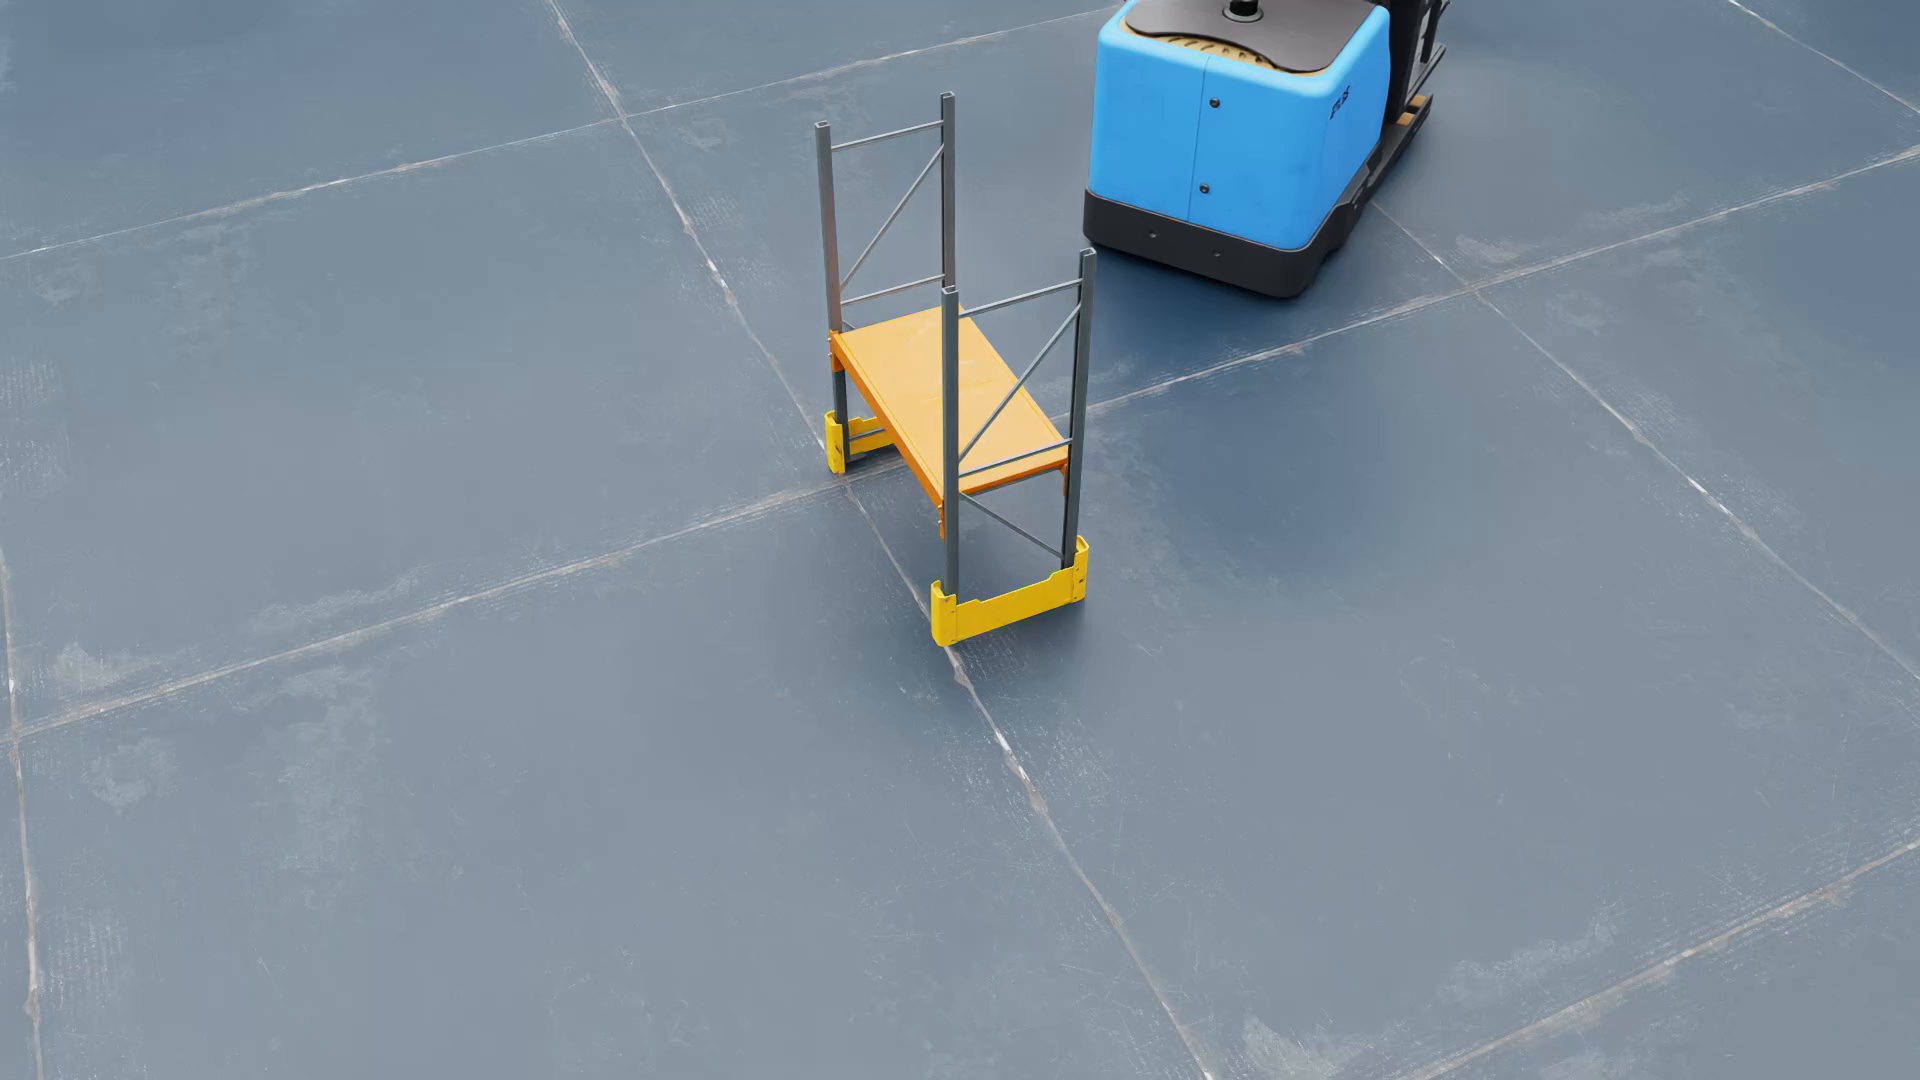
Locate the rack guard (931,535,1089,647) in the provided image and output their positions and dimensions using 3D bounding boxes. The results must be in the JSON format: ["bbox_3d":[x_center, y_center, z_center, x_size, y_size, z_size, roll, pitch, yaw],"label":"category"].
[{"bbox_3d":[0.177,0.180,5.890,0.587,0.250,0.087,-18,47,-17],"label":"rack guard"}]

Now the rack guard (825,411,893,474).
[{"bbox_3d":[-0.241,-0.455,6.533,0.587,0.250,0.087,-18,47,-17],"label":"rack guard"}]

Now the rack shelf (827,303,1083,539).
[{"bbox_3d":[-0.036,-0.460,5.905,0.538,0.185,1.000,-18,47,-17],"label":"rack shelf"}]

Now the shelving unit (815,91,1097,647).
[{"bbox_3d":[-0.032,-0.582,5.772,0.587,1.500,1.083,-18,47,-17],"label":"shelving unit"}]

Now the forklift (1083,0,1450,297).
[{"bbox_3d":[1.706,-3.127,7.332,1.130,2.935,3.031,21,48,20],"label":"forklift"}]

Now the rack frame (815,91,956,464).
[{"bbox_3d":[-0.250,-0.912,6.107,0.500,1.500,0.032,-18,47,-17],"label":"rack frame"}]

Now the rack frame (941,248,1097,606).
[{"bbox_3d":[0.178,-0.264,5.450,0.500,1.500,0.032,-18,47,-17],"label":"rack frame"}]
